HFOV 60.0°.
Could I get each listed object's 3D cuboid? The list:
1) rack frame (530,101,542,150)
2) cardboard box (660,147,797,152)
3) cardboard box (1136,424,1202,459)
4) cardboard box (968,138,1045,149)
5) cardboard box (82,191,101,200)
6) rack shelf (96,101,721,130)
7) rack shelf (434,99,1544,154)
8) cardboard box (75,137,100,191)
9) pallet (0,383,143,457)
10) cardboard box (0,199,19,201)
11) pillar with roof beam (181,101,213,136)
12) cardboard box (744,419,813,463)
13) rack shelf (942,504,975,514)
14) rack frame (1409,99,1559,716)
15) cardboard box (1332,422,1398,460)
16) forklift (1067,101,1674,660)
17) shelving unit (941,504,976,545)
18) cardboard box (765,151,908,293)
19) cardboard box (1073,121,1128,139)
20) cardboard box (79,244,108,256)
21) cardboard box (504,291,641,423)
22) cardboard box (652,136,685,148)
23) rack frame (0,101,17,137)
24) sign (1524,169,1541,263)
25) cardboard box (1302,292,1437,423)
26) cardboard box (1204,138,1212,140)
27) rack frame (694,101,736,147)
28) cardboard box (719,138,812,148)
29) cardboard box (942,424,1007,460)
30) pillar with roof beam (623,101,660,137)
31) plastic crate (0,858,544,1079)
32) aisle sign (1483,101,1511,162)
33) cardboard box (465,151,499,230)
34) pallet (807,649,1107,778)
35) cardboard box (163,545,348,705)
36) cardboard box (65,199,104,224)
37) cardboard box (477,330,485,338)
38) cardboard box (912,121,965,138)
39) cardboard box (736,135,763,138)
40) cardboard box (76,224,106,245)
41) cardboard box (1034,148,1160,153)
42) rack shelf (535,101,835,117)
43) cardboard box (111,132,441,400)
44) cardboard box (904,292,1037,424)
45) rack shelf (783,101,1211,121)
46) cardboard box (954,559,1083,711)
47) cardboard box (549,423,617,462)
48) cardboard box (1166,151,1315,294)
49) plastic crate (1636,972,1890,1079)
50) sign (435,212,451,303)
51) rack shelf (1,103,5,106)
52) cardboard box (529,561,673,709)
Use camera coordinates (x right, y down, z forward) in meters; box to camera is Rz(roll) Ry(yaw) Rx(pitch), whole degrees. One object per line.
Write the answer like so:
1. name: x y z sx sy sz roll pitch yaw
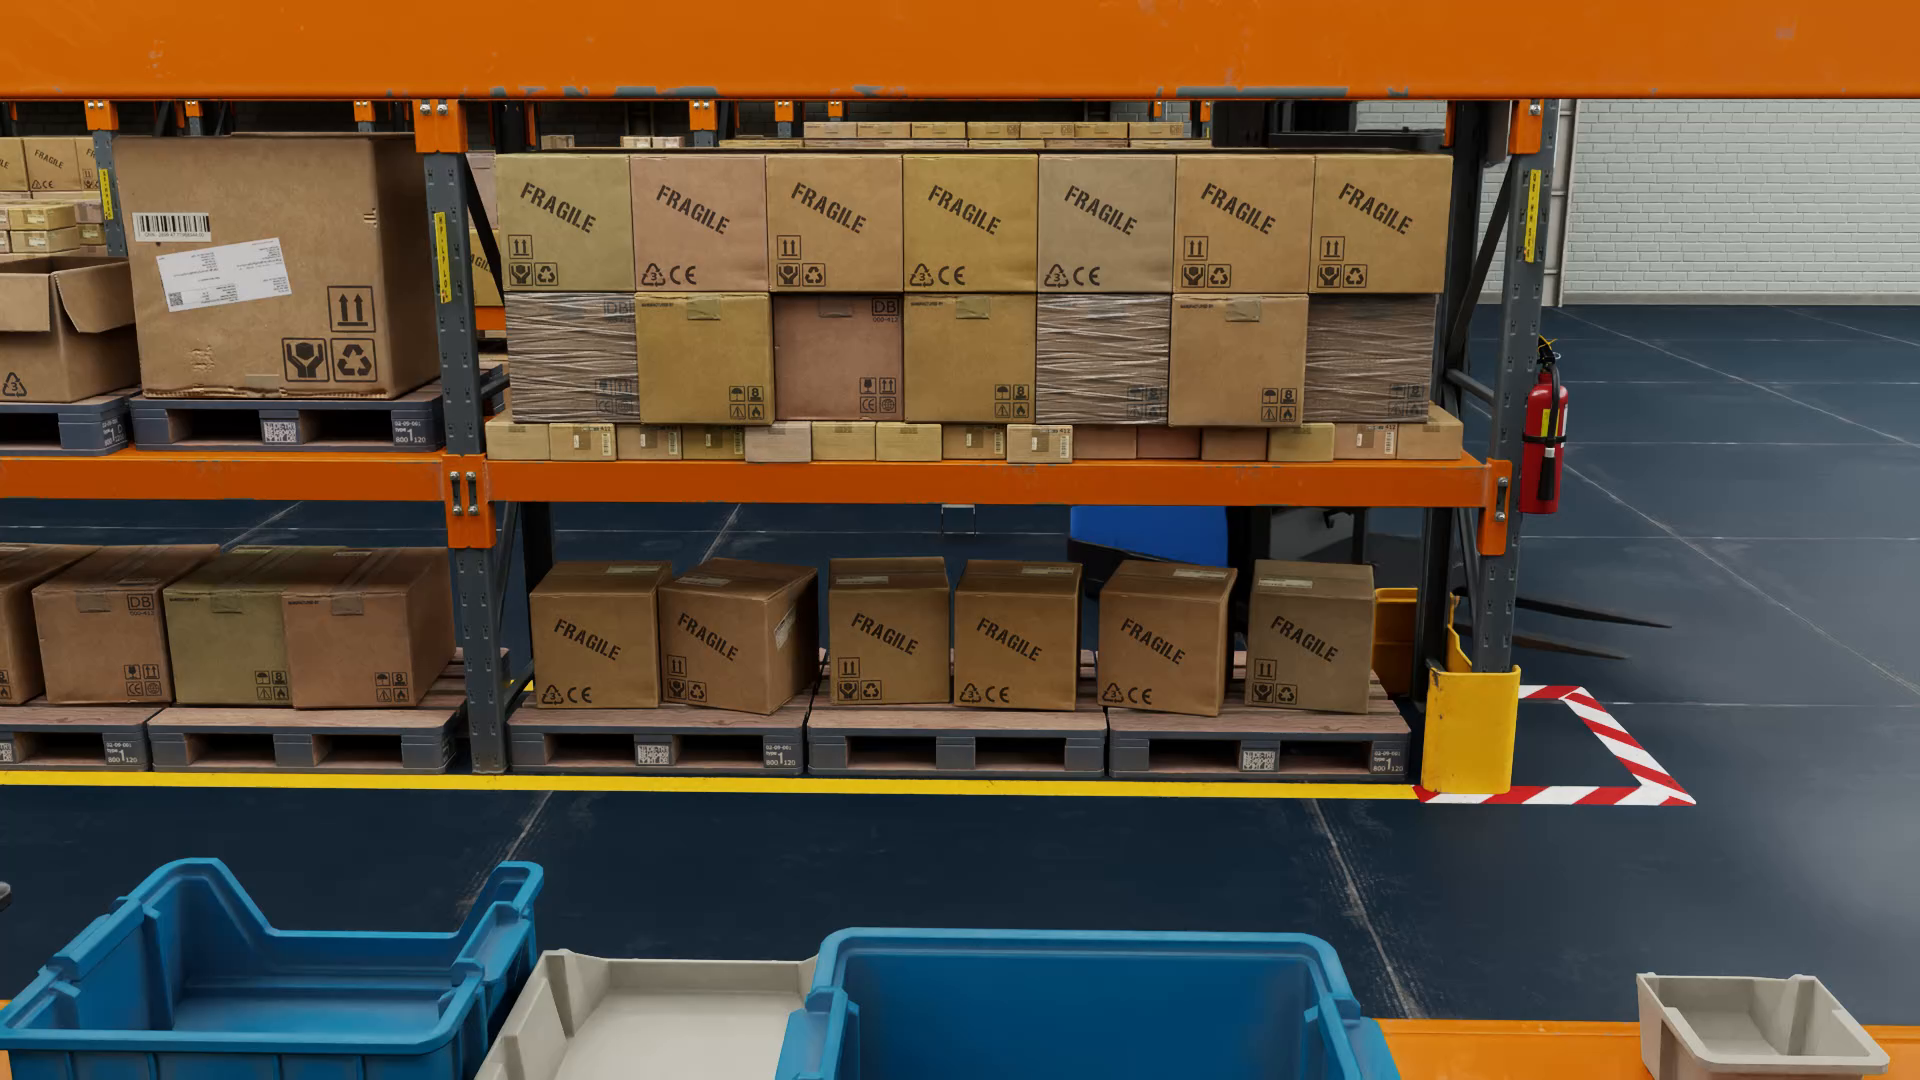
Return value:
1. rack frame: -5.521 -4.444 21.302 0.127 3.000 1.000 0 15 1
2. cardboard box: -0.942 -1.364 6.892 0.500 0.500 0.500 0 15 1
3. cardboard box: 0.810 -0.434 6.598 0.250 0.149 0.380 0 15 1
4. cardboard box: 0.316 -2.458 11.366 0.500 0.550 0.875 0 15 1
5. cardboard box: -8.185 -3.292 16.251 0.500 0.250 0.500 1 15 2
6. rack shelf: -3.670 -3.004 11.377 4.000 0.370 1.077 0 15 1
7. rack shelf: 0.101 -1.714 6.486 4.000 0.370 1.077 0 15 1
8. cardboard box: -8.200 -3.659 16.173 0.500 0.500 0.500 0 15 0
9. pallet: -3.917 -0.555 6.940 1.213 0.211 1.003 0 15 1
10. cardboard box: -6.905 -2.342 11.840 0.250 0.149 0.380 0 15 -1
11. pillar with roof beam: -10.303 -6.507 17.363 0.400 9.000 9.100 0 15 1
12. cardboard box: -0.692 -0.414 6.521 0.250 0.149 0.380 0 15 1
13. rack shelf: -0.008 -0.229 10.280 0.200 0.077 0.258 0 15 1
14. rack frame: 2.100 -0.598 6.728 0.127 3.000 1.000 0 15 1
15. cardboard box: 1.560 -0.428 6.574 0.250 0.149 0.380 0 15 1
16. forklift: 2.044 -0.985 8.327 3.031 2.935 1.130 12 19 39
17. shelving unit: -0.008 -0.435 10.225 0.210 0.900 0.258 0 15 1
18. cardboard box: -0.456 -1.226 6.368 0.500 0.500 0.500 0 15 1
19. cardboard box: 1.331 -3.754 15.950 0.500 0.500 0.700 1 15 2
20. cardboard box: -6.112 -2.051 11.902 0.250 0.149 0.380 0 15 1
21. cardboard box: -1.450 -0.798 6.705 0.500 0.500 0.875 0 15 1
22. cardboard box: -2.802 -3.807 16.016 0.250 0.149 0.380 0 15 0
23. rack frame: -9.643 -3.204 16.603 0.127 3.000 1.000 0 15 1
24. sign: 2.066 -1.170 6.004 0.005 0.325 0.100 0 15 1
25. cardboard box: 1.551 -0.801 6.717 0.500 0.500 0.875 0 15 1
26. cardboard box: 1.958 -2.469 11.409 0.550 0.550 0.875 0 15 1
27. rack frame: -1.671 -1.889 11.618 0.127 3.000 1.000 0 15 1
28. cardboard box: -1.303 -2.472 11.419 0.550 0.550 0.875 0 15 1
29. cardboard box: 0.060 -0.428 6.576 0.250 0.149 0.380 0 15 1
30. pillar with roof beam: -4.305 -6.468 17.215 0.400 9.000 9.100 0 15 1
31. plastic crate: -0.912 0.649 2.293 0.616 0.251 0.499 0 15 1
32. aisle sign: 2.170 -1.931 6.684 0.004 0.787 0.394 0 15 1
33. cardboard box: -3.187 -2.428 11.508 0.500 0.500 0.700 0 15 2
34. pallet: -0.004 0.727 7.172 1.213 0.211 1.003 0 15 1
35. cardboard box: -2.988 0.354 7.155 0.500 0.500 0.700 0 15 1
36. cardboard box: -6.131 -2.336 11.818 0.250 0.149 0.380 0 15 2
37. cardboard box: -5.080 -2.104 16.762 0.625 0.372 0.950 -1 15 -2
38. cardboard box: -0.200 -3.750 15.934 0.500 0.500 0.700 0 15 0
39. cardboard box: -2.107 -3.954 16.572 0.250 0.149 0.380 0 15 1
40. cardboard box: -6.148 -2.194 11.863 0.250 0.149 0.380 1 15 4
41. cardboard box: 0.558 -1.355 6.857 0.500 0.500 0.500 0 15 1
42. rack shelf: -3.522 -5.533 20.962 4.000 0.370 1.077 0 15 1
43. cardboard box: -2.689 -1.158 6.851 1.000 1.000 1.000 0 15 2
44. cardboard box: 0.050 -0.794 6.691 0.500 0.500 0.875 0 15 1
45. rack shelf: 0.354 -4.241 16.065 4.000 0.370 1.077 0 15 1
46. cardboard box: 0.252 0.395 7.040 0.500 0.500 0.500 2 15 7
47. cardboard box: -1.442 -0.420 6.544 0.250 0.149 0.380 0 15 1
48. cardboard box: 1.044 -1.216 6.331 0.500 0.500 0.500 0 15 1
49. plastic crate: 1.087 0.704 2.307 0.250 0.136 0.298 0 15 1
50. sign: -1.909 -1.043 6.142 0.005 0.325 0.100 0 15 1
51. rack shelf: -11.642 -4.319 16.361 4.000 0.370 1.077 0 15 1
52. cardboard box: -1.500 0.394 7.043 0.500 0.500 0.500 0 15 0
